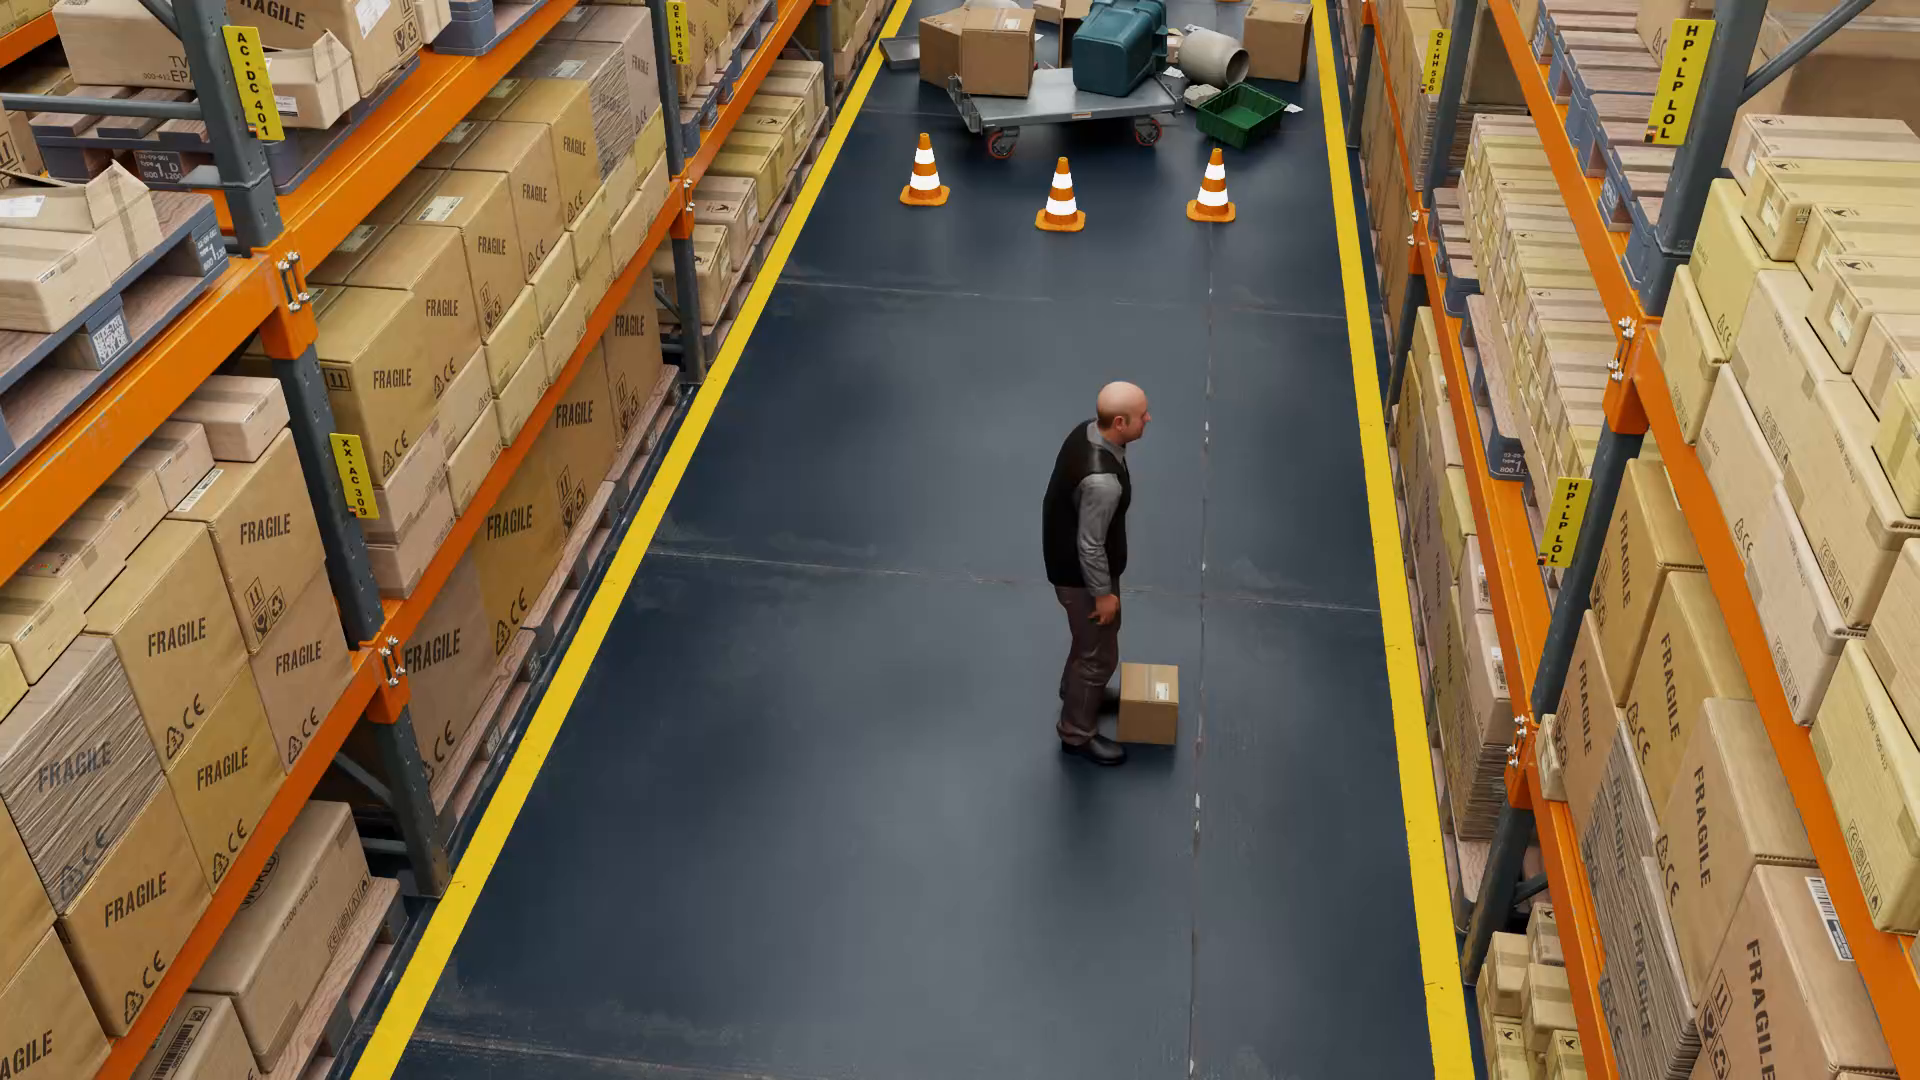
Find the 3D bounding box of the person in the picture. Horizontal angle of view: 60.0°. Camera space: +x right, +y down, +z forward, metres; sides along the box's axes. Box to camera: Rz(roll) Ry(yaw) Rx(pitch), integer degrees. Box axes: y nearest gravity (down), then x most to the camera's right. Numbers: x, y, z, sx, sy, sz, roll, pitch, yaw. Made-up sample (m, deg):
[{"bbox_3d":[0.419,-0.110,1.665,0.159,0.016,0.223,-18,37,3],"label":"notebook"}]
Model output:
[{"bbox_3d":[0.548,0.106,6.915,0.426,1.720,0.592,2,36,3],"label":"person"}]
